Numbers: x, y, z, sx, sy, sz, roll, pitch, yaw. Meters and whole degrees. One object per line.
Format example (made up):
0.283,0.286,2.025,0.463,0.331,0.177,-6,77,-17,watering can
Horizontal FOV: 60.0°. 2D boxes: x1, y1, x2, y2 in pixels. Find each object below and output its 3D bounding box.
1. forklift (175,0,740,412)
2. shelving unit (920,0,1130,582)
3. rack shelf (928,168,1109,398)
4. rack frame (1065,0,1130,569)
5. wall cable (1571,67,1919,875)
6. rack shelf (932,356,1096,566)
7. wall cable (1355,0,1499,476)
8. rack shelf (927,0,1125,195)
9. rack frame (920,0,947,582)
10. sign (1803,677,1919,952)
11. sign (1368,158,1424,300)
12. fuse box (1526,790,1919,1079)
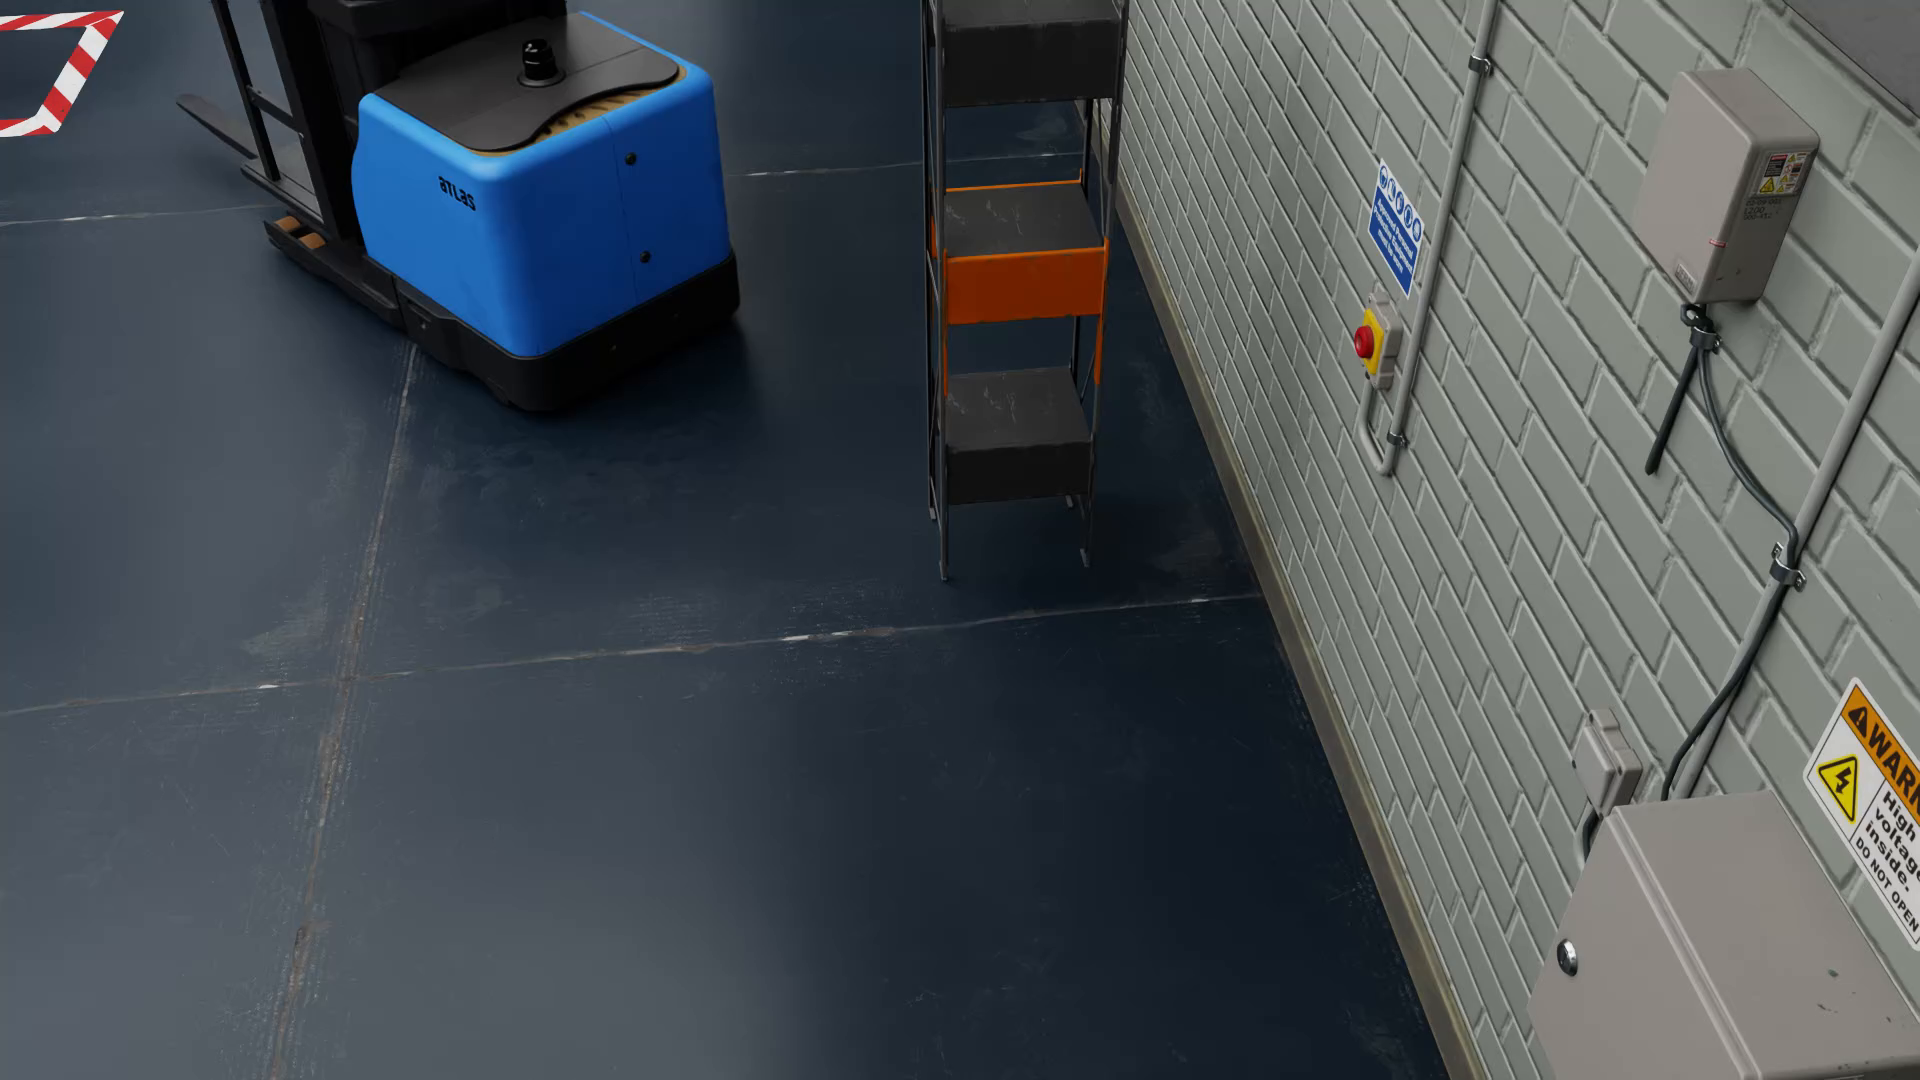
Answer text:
-2.301,-2.433,6.259,3.031,2.935,1.130,32,51,31,forklift
0.164,-0.794,5.063,0.503,2.100,0.431,-5,42,-6,shelving unit
0.164,-0.784,5.072,0.480,0.518,0.431,-5,42,-6,rack shelf
0.406,-0.815,5.086,0.015,2.100,0.400,-5,42,-6,rack frame
1.233,-0.083,2.844,0.122,1.984,0.588,-5,42,-6,wall cable
0.164,-0.264,5.541,0.480,0.518,0.431,-5,42,-6,rack shelf
1.038,-1.035,3.876,0.123,1.953,0.585,-5,42,-6,wall cable
0.164,-1.304,4.603,0.480,0.518,0.431,-5,42,-6,rack shelf
-0.078,-0.773,5.039,0.015,2.100,0.400,-5,42,-6,rack frame
1.364,0.400,2.450,0.001,0.242,0.339,-5,42,-6,sign
1.092,-0.784,4.178,0.001,0.218,0.327,-5,42,-6,sign
1.166,1.240,3.098,0.414,1.711,0.539,-5,42,-6,fuse box
